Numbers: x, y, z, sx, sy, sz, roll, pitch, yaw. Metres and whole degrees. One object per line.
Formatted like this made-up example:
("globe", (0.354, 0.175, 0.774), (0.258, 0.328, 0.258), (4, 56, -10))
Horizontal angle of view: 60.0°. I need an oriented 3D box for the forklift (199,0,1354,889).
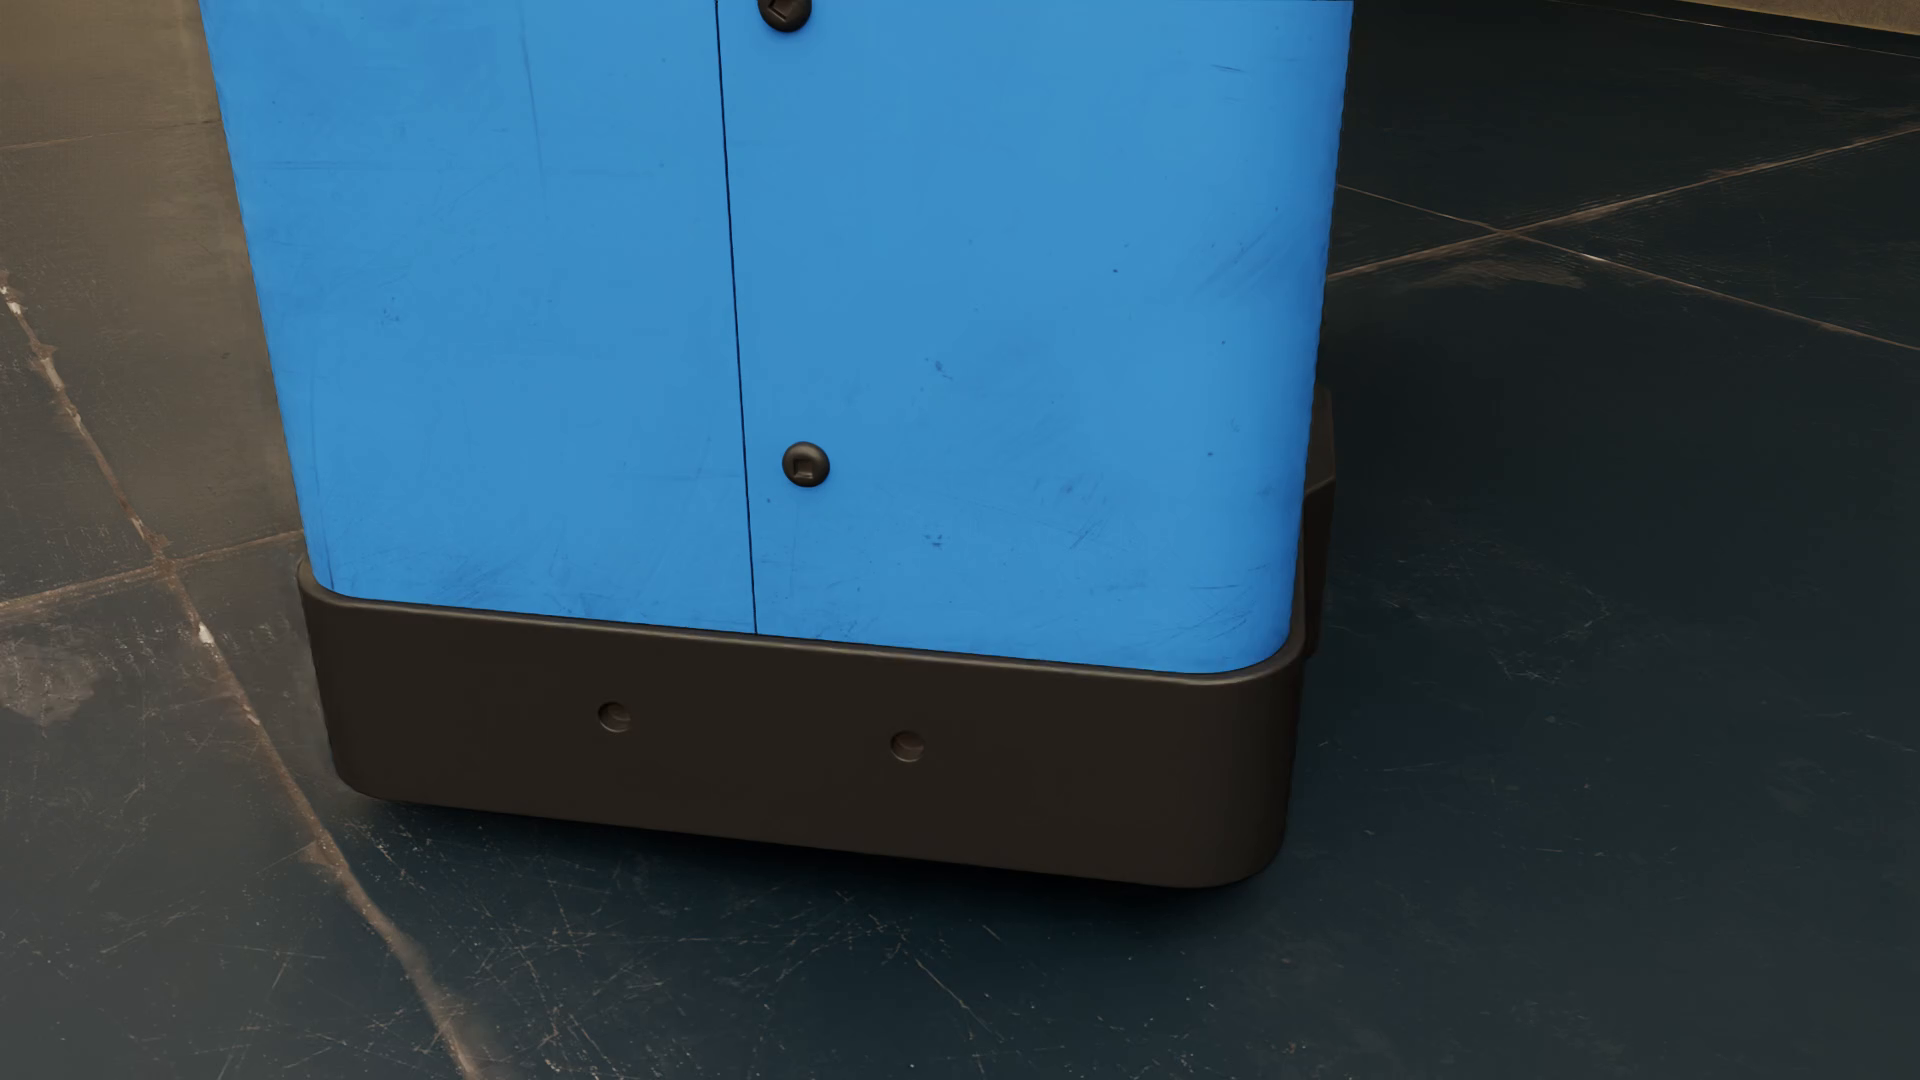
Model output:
("forklift", (0.067, -1.601, 2.423), (1.130, 2.935, 3.031), (5, 27, 9))
